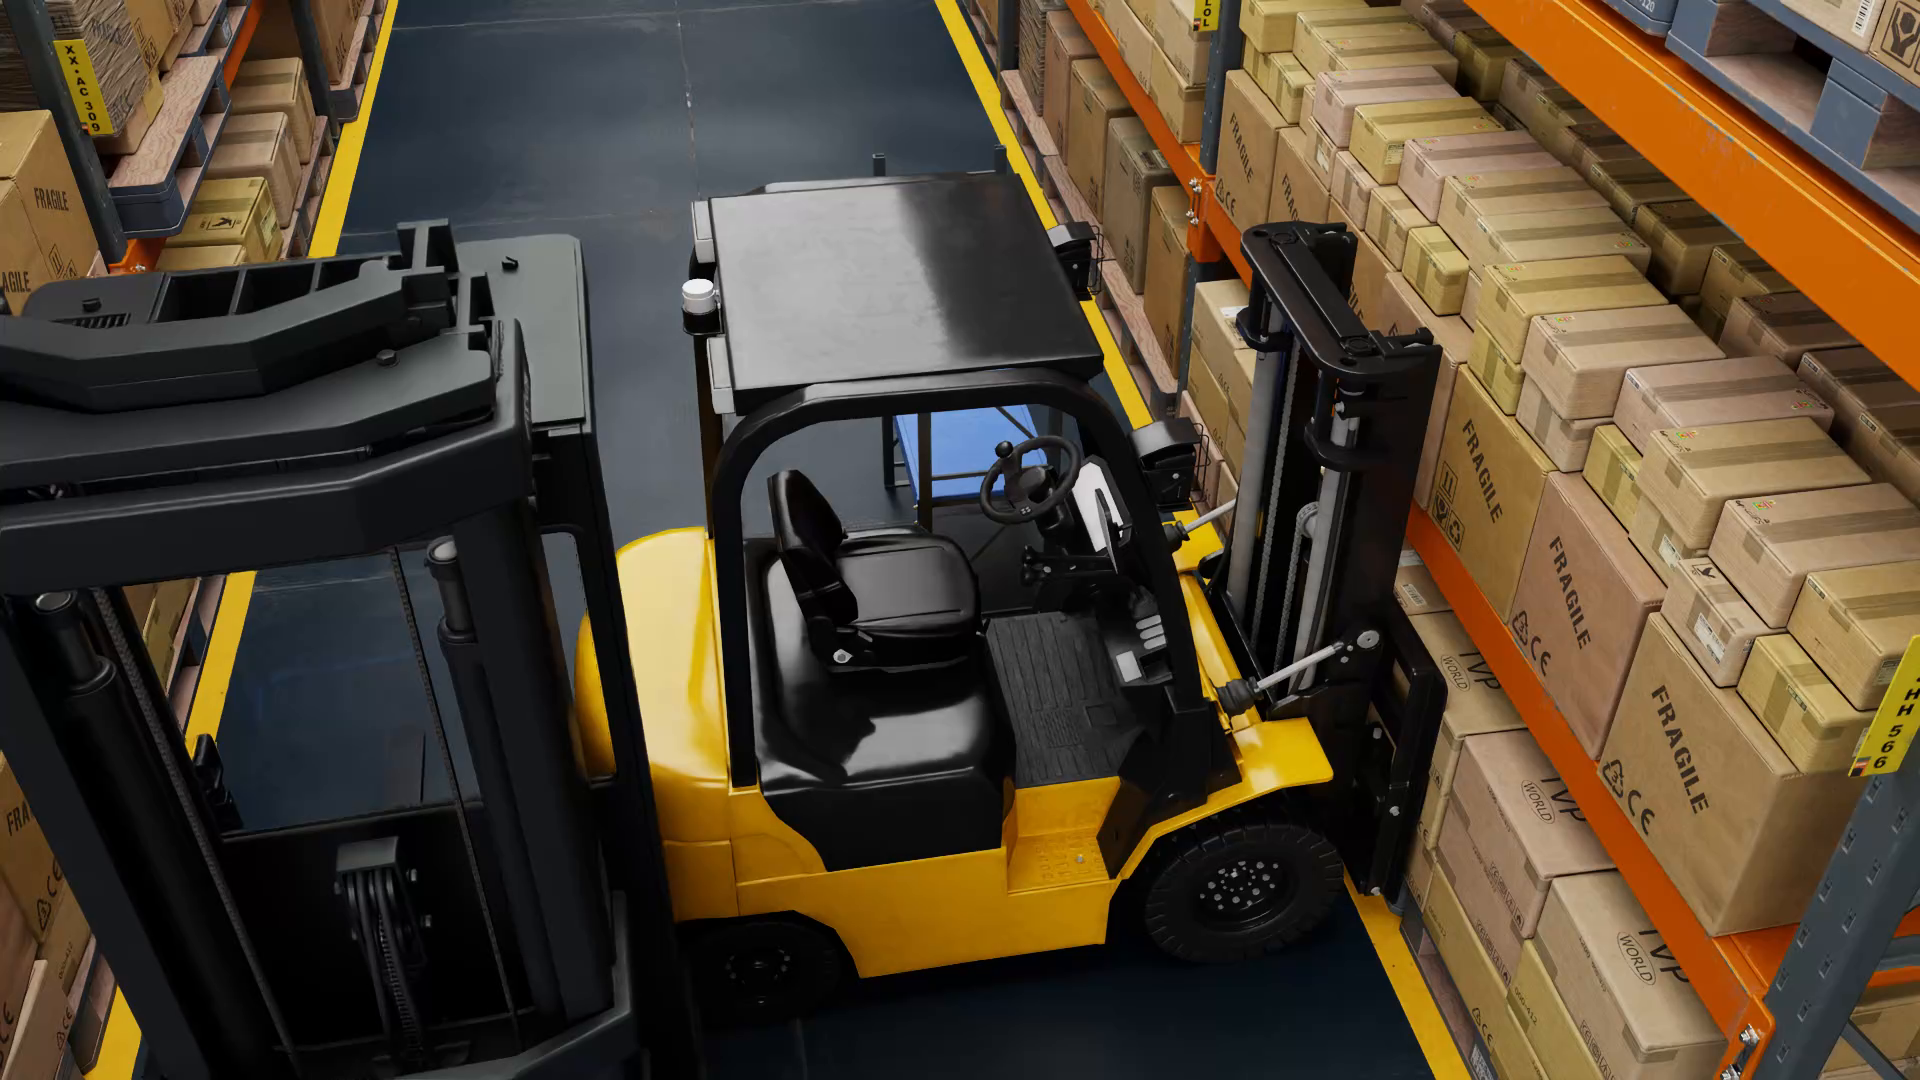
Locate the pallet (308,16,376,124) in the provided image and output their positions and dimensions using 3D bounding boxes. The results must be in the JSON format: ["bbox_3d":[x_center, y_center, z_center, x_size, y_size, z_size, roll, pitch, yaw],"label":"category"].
[{"bbox_3d":[-4.218,-2.898,10.309,1.003,0.211,1.213,-6,38,-8],"label":"pallet"}]

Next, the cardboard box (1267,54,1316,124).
[{"bbox_3d":[1.278,-1.554,5.695,0.380,0.149,0.250,-5,38,-7],"label":"cardboard box"}]

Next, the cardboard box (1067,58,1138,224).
[{"bbox_3d":[1.069,-2.101,8.602,0.875,0.625,0.625,-8,39,-10],"label":"cardboard box"}]

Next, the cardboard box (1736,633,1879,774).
[{"bbox_3d":[1.798,0.306,3.301,0.380,0.149,0.250,-6,38,-7],"label":"cardboard box"}]

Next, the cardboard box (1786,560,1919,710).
[{"bbox_3d":[1.865,0.174,3.229,0.380,0.149,0.250,-6,38,-8],"label":"cardboard box"}]

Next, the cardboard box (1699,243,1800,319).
[{"bbox_3d":[2.165,-0.655,4.295,0.380,0.149,0.250,-7,38,-9],"label":"cardboard box"}]

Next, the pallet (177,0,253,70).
[{"bbox_3d":[-3.766,-2.248,7.355,1.003,0.211,1.213,-6,38,-8],"label":"pallet"}]

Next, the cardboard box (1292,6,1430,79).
[{"bbox_3d":[1.350,-1.678,5.612,0.380,0.149,0.250,-6,38,-7],"label":"cardboard box"}]

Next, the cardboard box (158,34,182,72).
[{"bbox_3d":[-3.402,-2.008,6.752,0.380,0.149,0.250,-6,38,-7],"label":"cardboard box"}]

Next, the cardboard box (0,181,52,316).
[{"bbox_3d":[-3.033,-0.704,4.888,0.500,0.500,0.500,-5,38,-6],"label":"cardboard box"}]

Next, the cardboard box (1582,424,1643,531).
[{"bbox_3d":[1.707,-0.160,3.900,0.380,0.149,0.250,-6,38,-8],"label":"cardboard box"}]

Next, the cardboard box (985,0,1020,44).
[{"bbox_3d":[0.447,-3.462,10.457,0.500,0.500,0.500,-5,38,-7],"label":"cardboard box"}]

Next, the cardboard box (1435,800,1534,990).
[{"bbox_3d":[1.665,0.939,4.588,0.500,0.250,0.500,-7,38,-8],"label":"cardboard box"}]

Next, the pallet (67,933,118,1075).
[{"bbox_3d":[-3.083,1.142,5.108,1.003,0.211,1.213,-6,38,-8],"label":"pallet"}]

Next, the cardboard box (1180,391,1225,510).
[{"bbox_3d":[1.193,-0.388,6.703,0.500,0.250,0.500,-6,38,-7],"label":"cardboard box"}]

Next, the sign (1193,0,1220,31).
[{"bbox_3d":[0.901,-1.997,5.996,0.100,0.325,0.005,-6,38,-8],"label":"sign"}]

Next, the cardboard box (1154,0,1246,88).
[{"bbox_3d":[1.096,-2.043,6.649,0.500,0.250,0.500,-7,38,-9],"label":"cardboard box"}]

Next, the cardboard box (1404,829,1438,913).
[{"bbox_3d":[1.585,0.846,5.115,0.500,0.250,0.500,-6,38,-7],"label":"cardboard box"}]

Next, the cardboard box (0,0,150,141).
[{"bbox_3d":[-3.252,-1.736,5.873,0.500,0.500,0.500,-5,38,-7],"label":"cardboard box"}]

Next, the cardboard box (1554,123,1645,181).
[{"bbox_3d":[1.980,-1.111,4.883,0.380,0.149,0.250,-7,38,-8],"label":"cardboard box"}]

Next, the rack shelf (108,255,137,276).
[{"bbox_3d":[-3.102,0.393,4.386,1.077,0.370,4.000,-6,38,-8],"label":"rack shelf"}]

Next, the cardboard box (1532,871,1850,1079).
[{"bbox_3d":[1.747,1.061,4.023,0.500,0.250,0.500,-5,38,-6],"label":"cardboard box"}]

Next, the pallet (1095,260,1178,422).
[{"bbox_3d":[1.266,-0.975,7.833,1.003,0.211,1.213,-6,38,-8],"label":"pallet"}]

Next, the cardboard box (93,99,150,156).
[{"bbox_3d":[-3.238,-1.534,6.142,0.380,0.149,0.250,-6,38,-7],"label":"cardboard box"}]

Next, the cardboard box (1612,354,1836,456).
[{"bbox_3d":[1.748,-0.285,3.820,0.380,0.149,0.250,-6,38,-8],"label":"cardboard box"}]

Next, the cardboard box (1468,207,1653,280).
[{"bbox_3d":[1.590,-0.752,4.420,0.380,0.149,0.250,-6,38,-7],"label":"cardboard box"}]

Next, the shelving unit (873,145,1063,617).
[{"bbox_3d":[0.015,-0.541,6.224,0.538,1.500,1.048,-6,38,-8],"label":"shelving unit"}]

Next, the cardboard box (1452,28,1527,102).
[{"bbox_3d":[1.850,-1.574,5.478,0.380,0.149,0.250,-7,38,-8],"label":"cardboard box"}]

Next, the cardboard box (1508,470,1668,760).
[{"bbox_3d":[1.709,0.158,4.020,0.500,0.500,0.500,-5,38,-7],"label":"cardboard box"}]

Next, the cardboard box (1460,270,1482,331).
[{"bbox_3d":[1.594,-0.627,4.502,0.380,0.149,0.250,-6,38,-8],"label":"cardboard box"}]

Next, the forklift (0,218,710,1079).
[{"bbox_3d":[-1.243,0.500,3.718,1.130,2.935,3.031,-7,38,-9],"label":"forklift"}]

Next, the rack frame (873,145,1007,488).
[{"bbox_3d":[-0.074,-0.848,6.619,0.500,1.500,0.032,-6,38,-8],"label":"rack frame"}]

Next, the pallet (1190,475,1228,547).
[{"bbox_3d":[1.532,-0.049,6.641,1.003,0.211,1.213,-6,38,-8],"label":"pallet"}]

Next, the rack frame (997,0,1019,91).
[{"bbox_3d":[0.733,-4.051,9.520,1.000,3.000,0.127,-6,38,-8],"label":"rack frame"}]

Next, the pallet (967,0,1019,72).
[{"bbox_3d":[0.639,-3.405,10.961,1.003,0.211,1.213,-6,38,-8],"label":"pallet"}]

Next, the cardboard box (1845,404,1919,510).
[{"bbox_3d":[2.214,-0.178,3.681,0.380,0.149,0.250,-6,38,-7],"label":"cardboard box"}]

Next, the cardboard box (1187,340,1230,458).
[{"bbox_3d":[1.215,-0.587,6.553,0.500,0.250,0.500,-6,38,-8],"label":"cardboard box"}]

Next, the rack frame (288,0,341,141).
[{"bbox_3d":[-4.154,-3.515,8.830,1.000,3.000,0.127,-6,38,-8],"label":"rack frame"}]

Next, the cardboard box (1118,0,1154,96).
[{"bbox_3d":[0.994,-2.155,7.202,0.500,0.250,0.500,-6,38,-8],"label":"cardboard box"}]

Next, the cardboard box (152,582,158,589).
[{"bbox_3d":[-3.084,-0.147,5.782,0.500,0.500,0.500,-7,38,-9],"label":"cardboard box"}]

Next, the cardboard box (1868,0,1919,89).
[{"bbox_3d":[1.818,-0.890,2.500,0.500,0.500,0.500,-5,38,-6],"label":"cardboard box"}]

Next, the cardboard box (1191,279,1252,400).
[{"bbox_3d":[1.210,-0.784,6.398,0.500,0.250,0.500,-7,38,-9],"label":"cardboard box"}]

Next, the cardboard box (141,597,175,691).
[{"bbox_3d":[-2.981,0.470,5.600,0.500,0.250,0.500,-7,38,-9],"label":"cardboard box"}]

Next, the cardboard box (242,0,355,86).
[{"bbox_3d":[-4.193,-3.268,9.901,0.875,0.875,0.875,-7,38,-8],"label":"cardboard box"}]

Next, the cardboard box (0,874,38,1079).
[{"bbox_3d":[-2.721,1.094,4.184,0.500,0.500,0.500,-8,38,-10],"label":"cardboard box"}]

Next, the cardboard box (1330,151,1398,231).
[{"bbox_3d":[1.366,-1.084,5.090,0.380,0.149,0.250,-7,38,-8],"label":"cardboard box"}]

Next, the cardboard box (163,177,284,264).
[{"bbox_3d":[-3.800,-1.398,7.903,0.950,0.372,0.625,-5,38,-6],"label":"cardboard box"}]

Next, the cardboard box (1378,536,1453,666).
[{"bbox_3d":[1.472,0.143,5.205,0.500,0.250,0.500,-7,38,-9],"label":"cardboard box"}]

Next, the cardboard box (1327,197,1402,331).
[{"bbox_3d":[1.452,-0.760,5.202,0.500,0.500,0.500,-7,38,-8],"label":"cardboard box"}]

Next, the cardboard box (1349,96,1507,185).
[{"bbox_3d":[1.402,-1.202,5.000,0.380,0.149,0.250,-7,38,-9],"label":"cardboard box"}]

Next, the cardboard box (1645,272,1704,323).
[{"bbox_3d":[2.085,-0.676,4.565,0.380,0.149,0.250,-6,38,-8],"label":"cardboard box"}]
